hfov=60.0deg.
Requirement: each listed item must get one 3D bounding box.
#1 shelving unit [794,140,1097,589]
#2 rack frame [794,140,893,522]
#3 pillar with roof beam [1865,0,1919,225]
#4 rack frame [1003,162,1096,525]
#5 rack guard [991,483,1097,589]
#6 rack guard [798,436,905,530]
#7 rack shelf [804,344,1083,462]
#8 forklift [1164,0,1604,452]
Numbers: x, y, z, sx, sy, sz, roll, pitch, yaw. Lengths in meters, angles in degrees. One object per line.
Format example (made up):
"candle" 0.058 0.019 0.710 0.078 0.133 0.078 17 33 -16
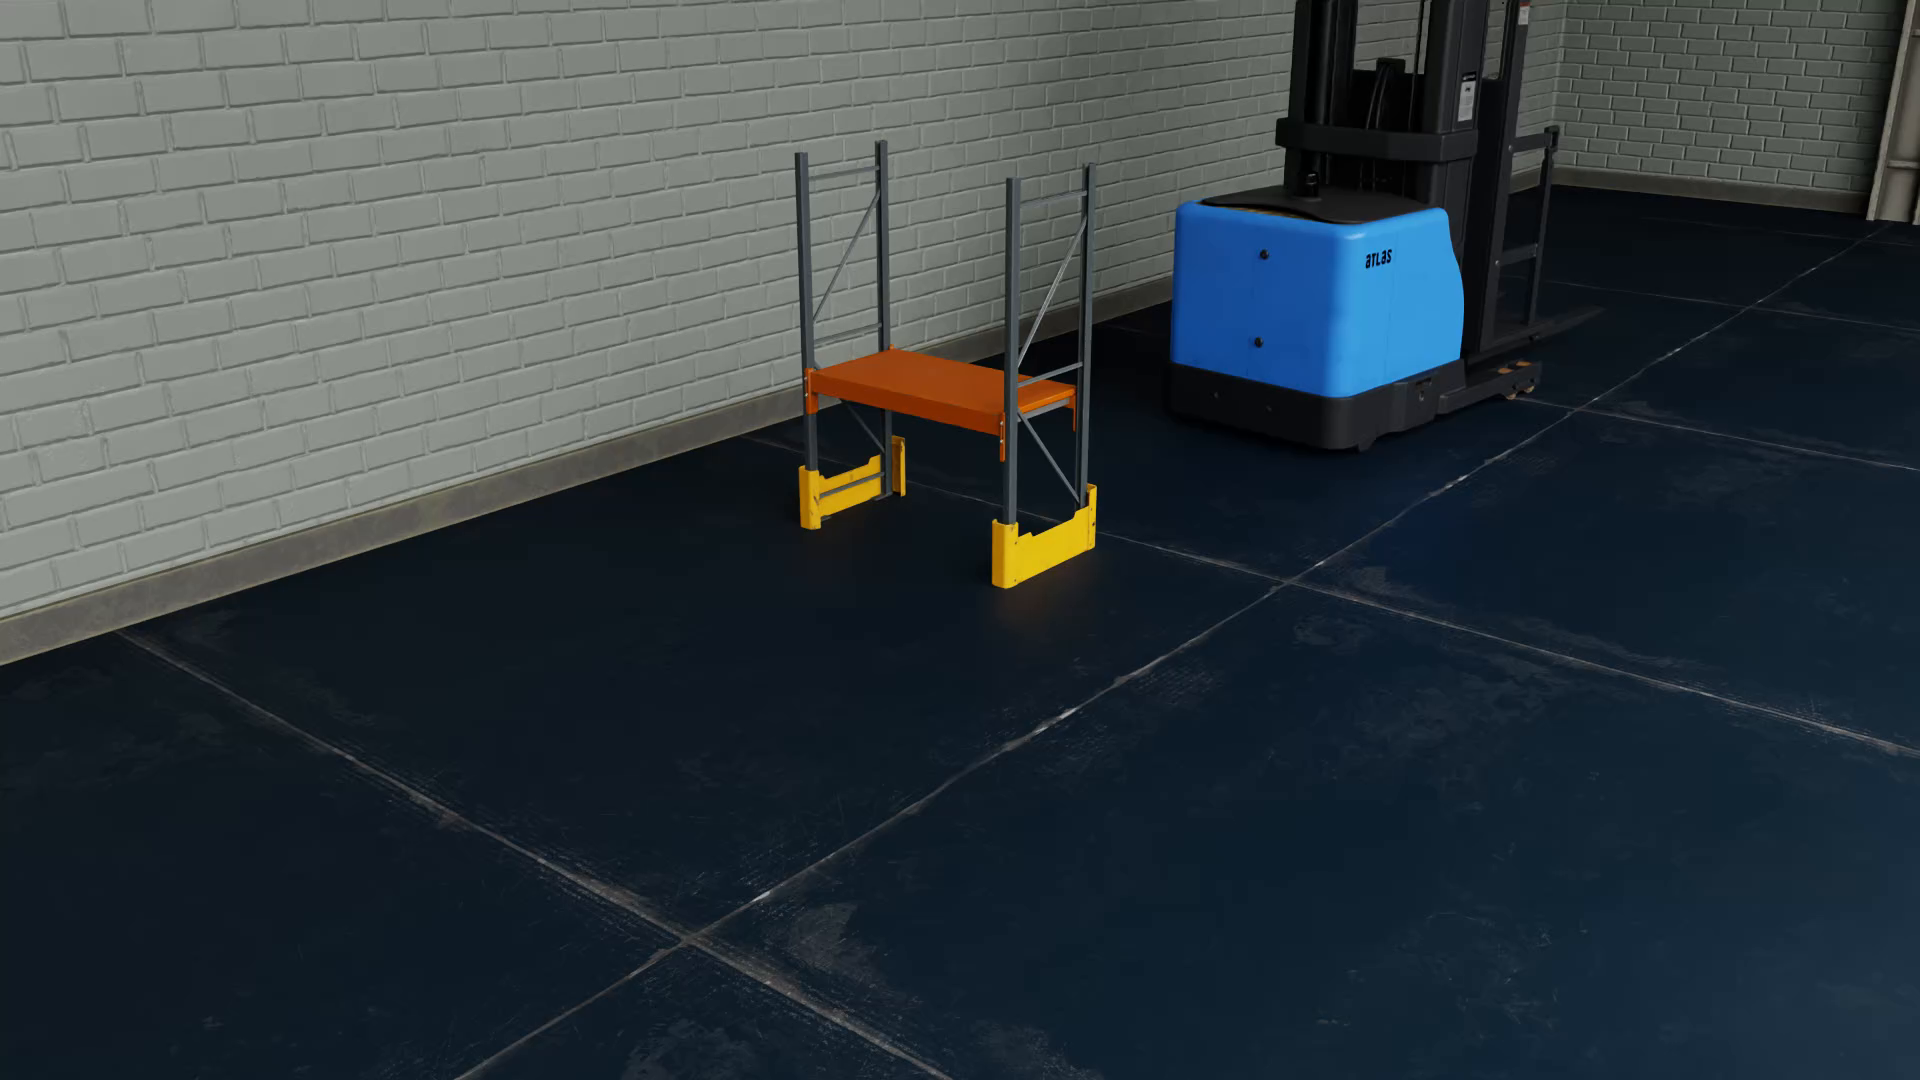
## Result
"shelving unit" -0.059 -0.719 6.449 1.083 1.500 0.587 16 26 36
"rack frame" -0.460 -0.834 6.755 0.032 1.500 0.500 16 26 36
"pillar with roof beam" 4.951 -5.658 8.918 0.400 9.000 9.100 16 26 36
"rack frame" 0.328 -0.607 6.153 0.032 1.500 0.500 16 26 36
"rack guard" 0.327 -0.023 6.375 0.087 0.250 0.587 16 26 36
"rack guard" -0.445 -0.245 6.964 0.087 0.250 0.587 16 26 36
"rack shelf" -0.066 -0.552 6.517 1.000 0.185 0.538 16 26 36
"forklift" 2.404 -2.206 8.364 3.031 2.935 1.130 -19 28 -41
